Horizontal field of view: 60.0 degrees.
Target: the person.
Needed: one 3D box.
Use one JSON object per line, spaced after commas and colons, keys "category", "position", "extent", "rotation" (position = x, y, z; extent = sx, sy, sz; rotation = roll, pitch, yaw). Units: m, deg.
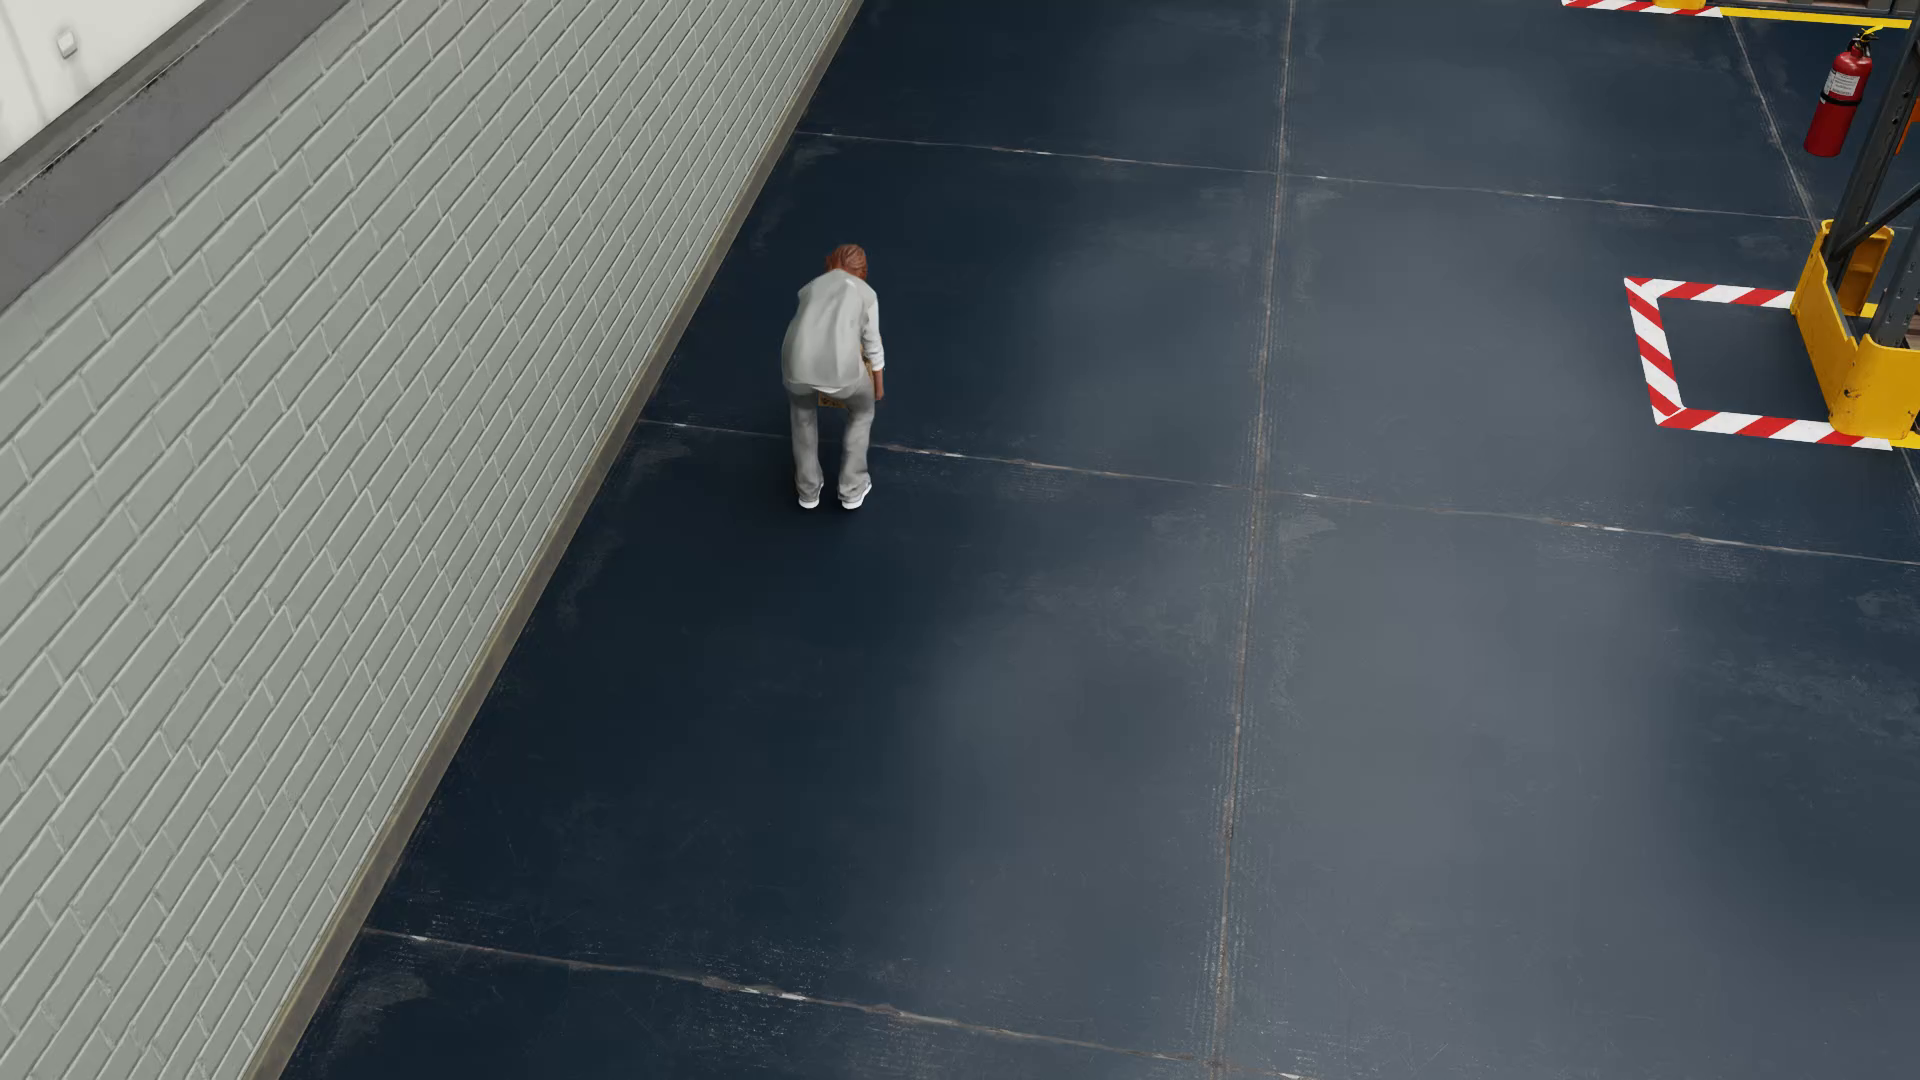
{"category": "person", "position": [-0.544, -0.705, 7.420], "extent": [0.388, 1.012, 0.868], "rotation": [5, 41, 6]}
